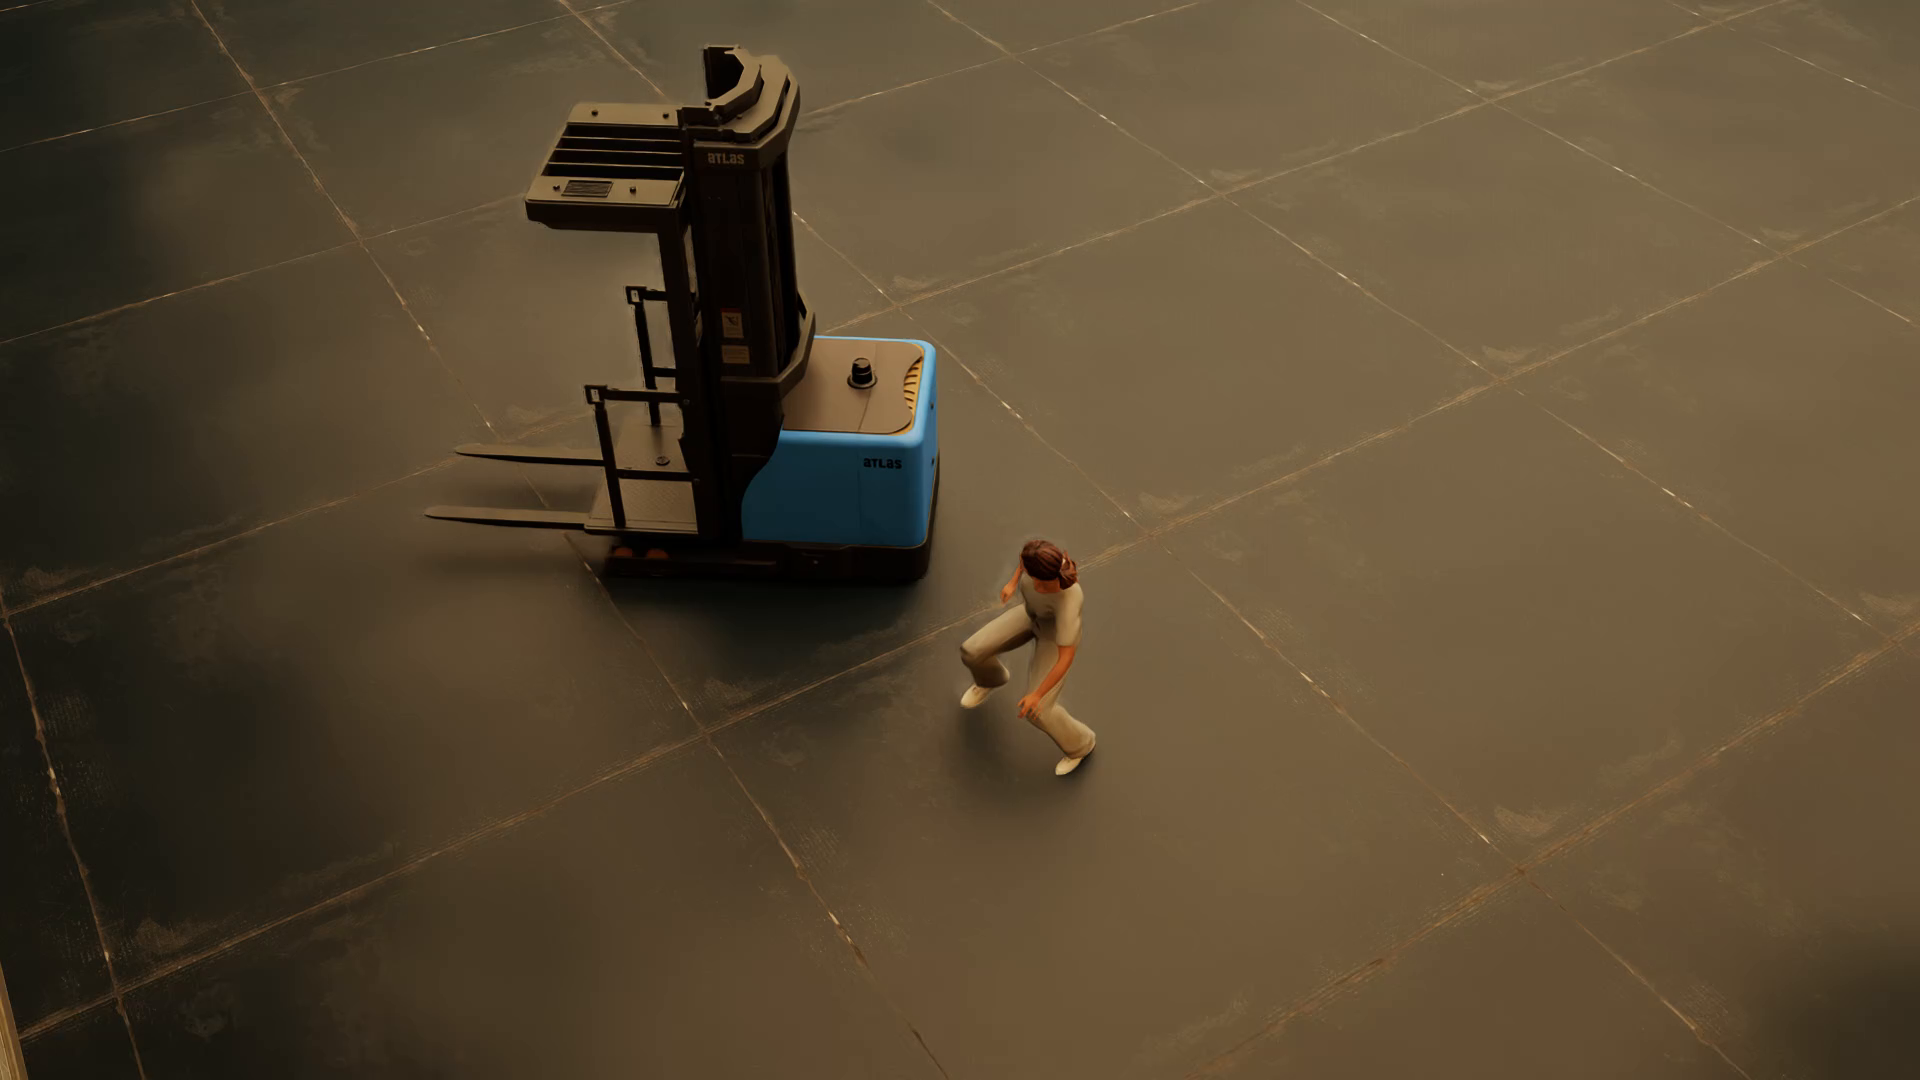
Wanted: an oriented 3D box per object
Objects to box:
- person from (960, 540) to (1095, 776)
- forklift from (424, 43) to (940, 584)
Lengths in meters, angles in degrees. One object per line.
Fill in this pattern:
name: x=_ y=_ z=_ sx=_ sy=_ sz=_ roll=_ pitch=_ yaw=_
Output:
person: x=0.367 y=0.511 z=8.467 sx=0.597 sy=1.443 sz=0.718 roll=-27 pitch=48 yaw=-27
forklift: x=-1.669 y=-1.232 z=9.281 sx=3.031 sy=2.935 sz=1.130 roll=3 pitch=41 yaw=3
